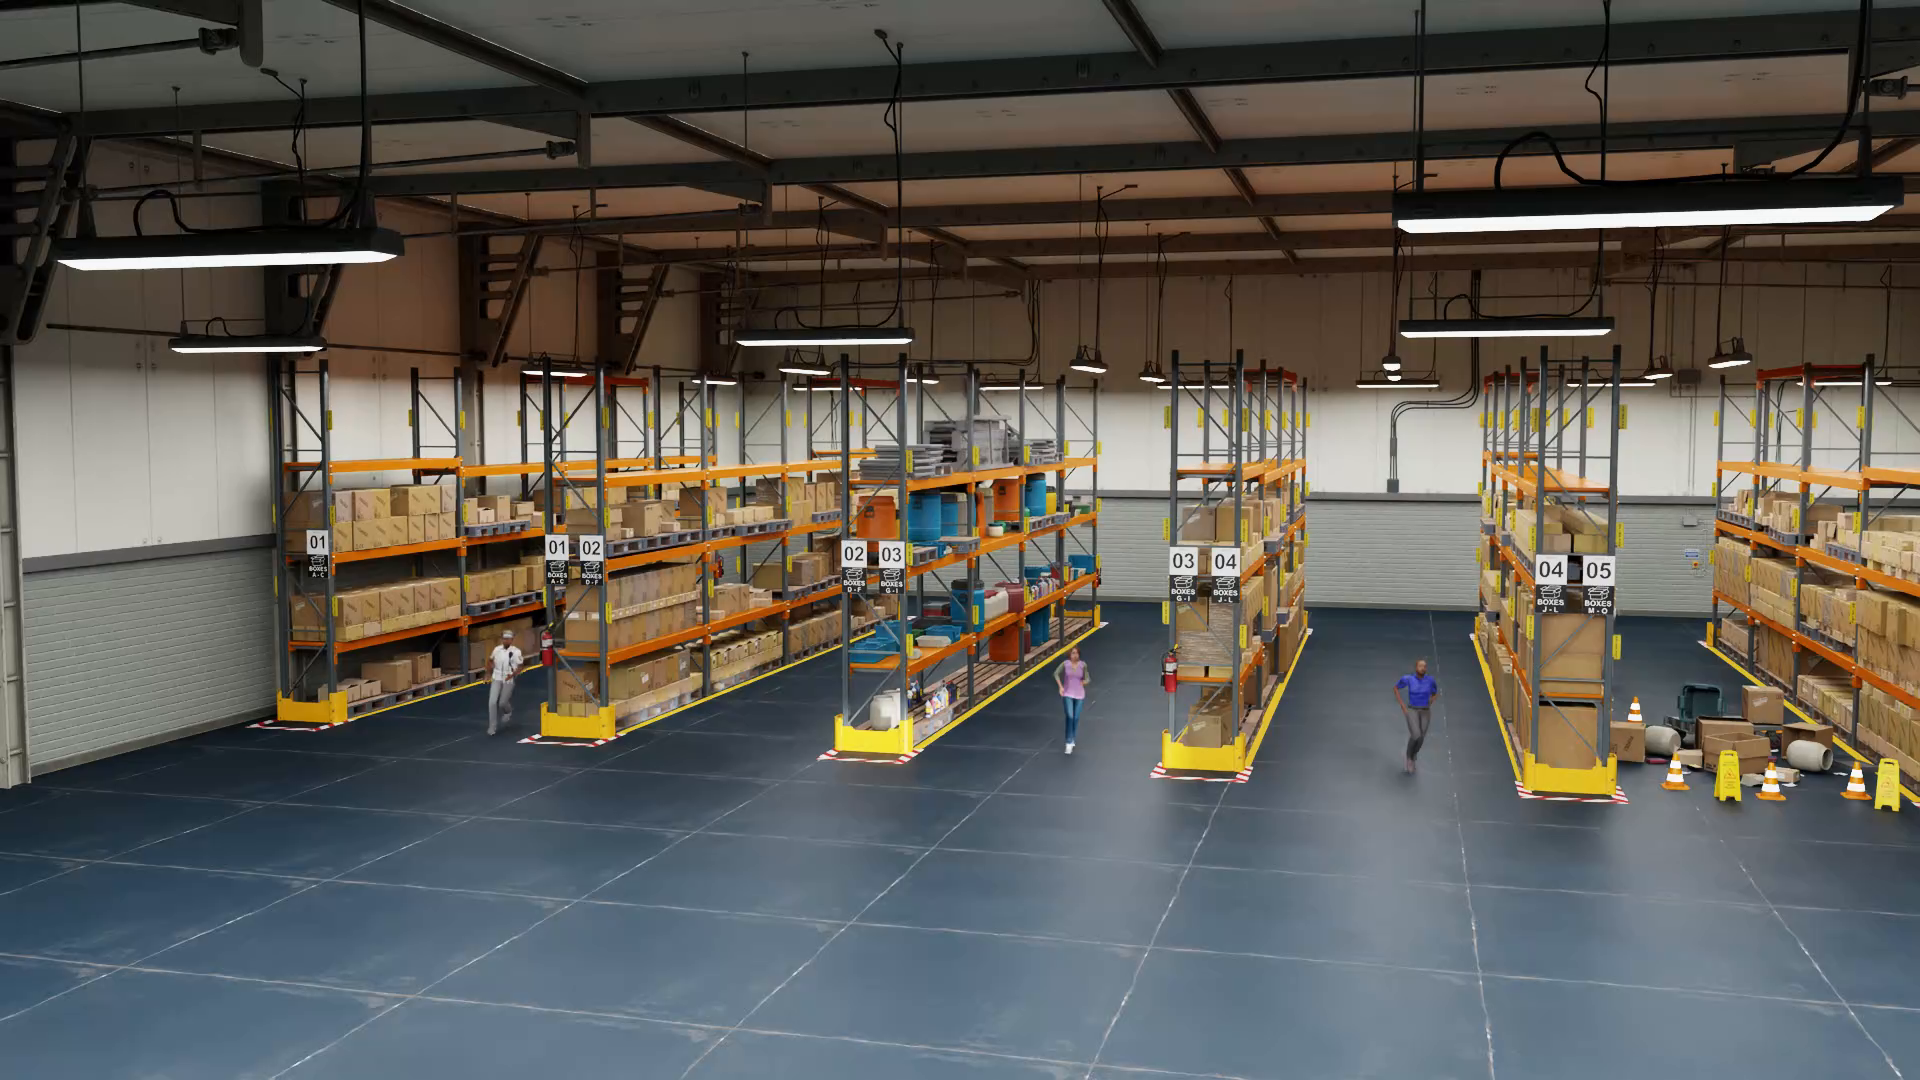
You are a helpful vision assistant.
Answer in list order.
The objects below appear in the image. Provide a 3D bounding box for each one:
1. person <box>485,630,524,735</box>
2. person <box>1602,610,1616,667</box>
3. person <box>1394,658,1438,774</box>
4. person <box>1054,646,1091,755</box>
[{"bbox_3d":[-7.329,2.272,26.808,0.615,1.674,0.721,0,4,2],"label":"person"},{"bbox_3d":[12.960,1.799,33.568,0.521,1.597,0.714,1,4,18],"label":"person"},{"bbox_3d":[6.499,2.490,23.608,0.565,1.636,0.709,0,4,-6],"label":"person"},{"bbox_3d":[1.707,2.405,25.098,0.517,1.637,0.707,-1,4,-8],"label":"person"}]
